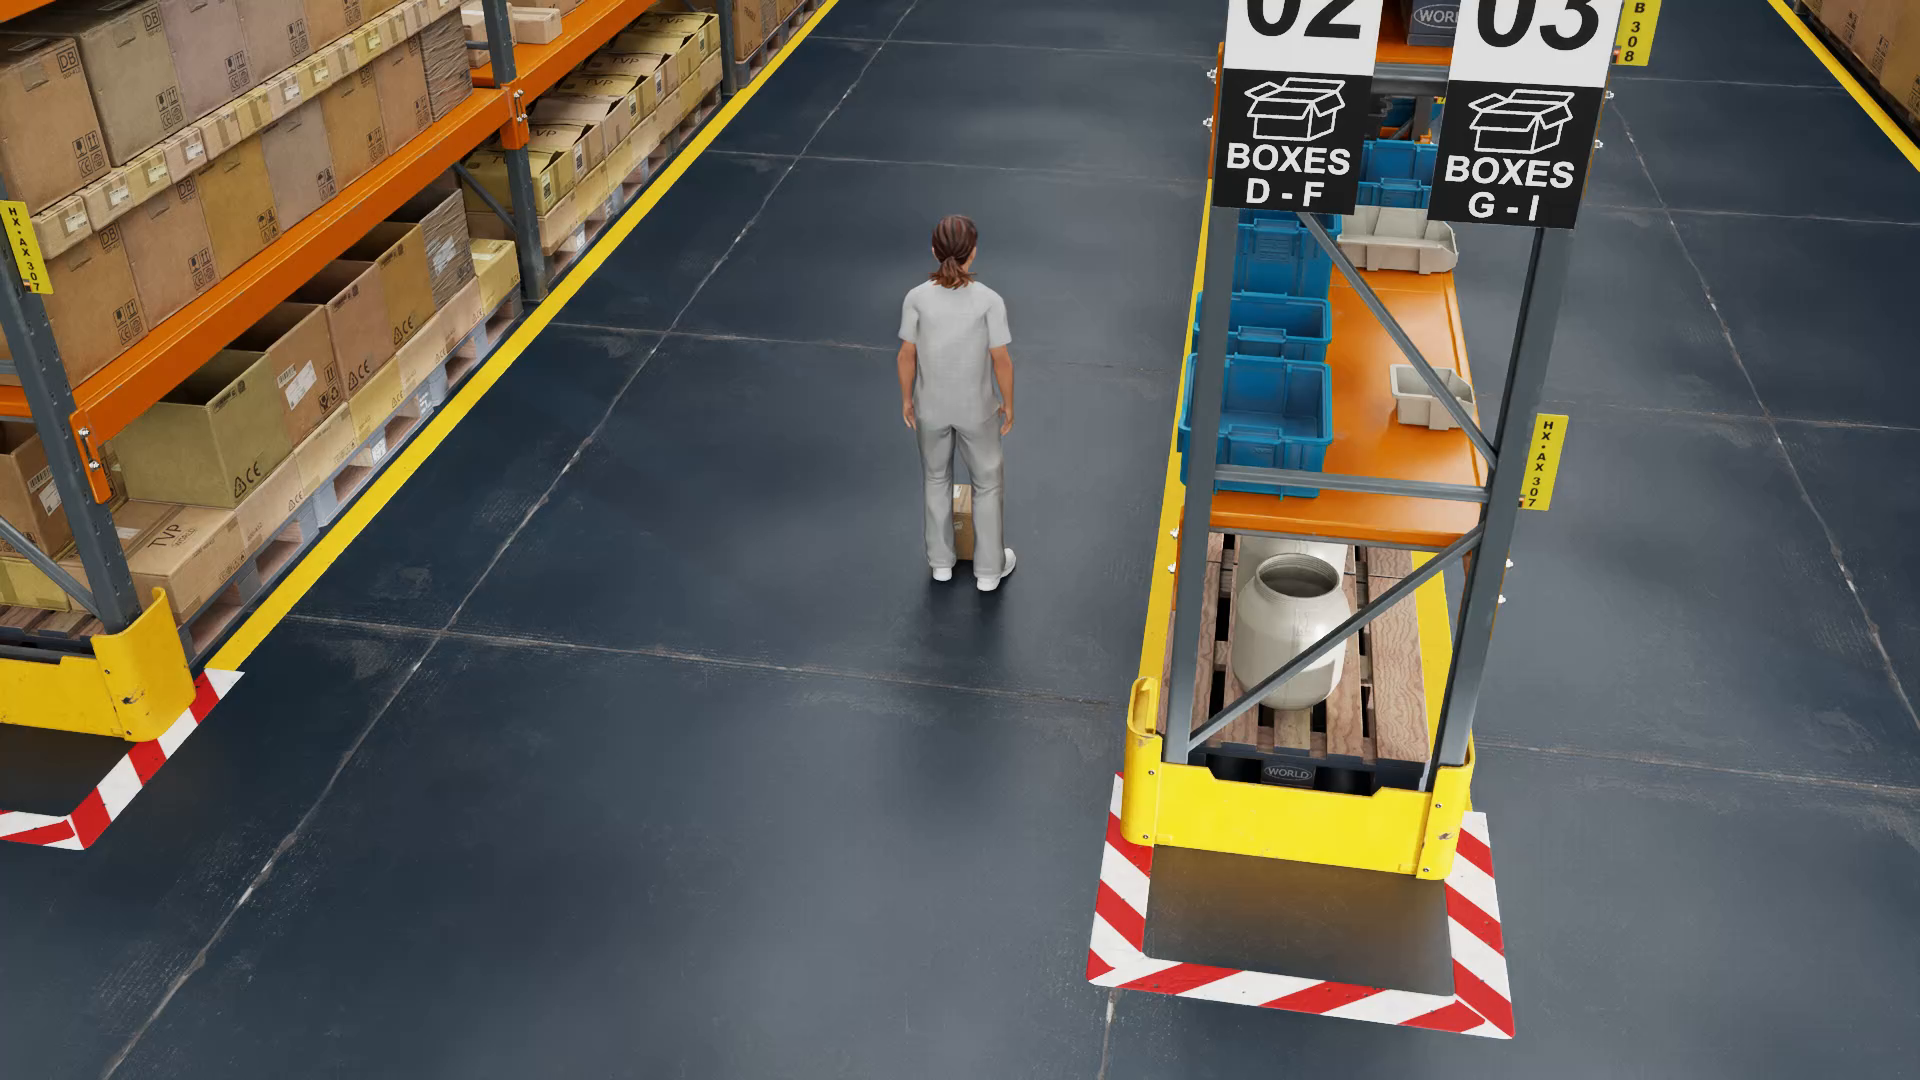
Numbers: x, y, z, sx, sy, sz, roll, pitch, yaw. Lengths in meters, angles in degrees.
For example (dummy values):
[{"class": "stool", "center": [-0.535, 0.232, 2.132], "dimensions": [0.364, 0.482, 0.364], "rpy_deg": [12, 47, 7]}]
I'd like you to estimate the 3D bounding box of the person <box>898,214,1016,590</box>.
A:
[{"class": "person", "center": [-0.007, -0.565, 7.026], "dimensions": [0.492, 1.673, 0.401], "rpy_deg": [5, 33, 8]}]
